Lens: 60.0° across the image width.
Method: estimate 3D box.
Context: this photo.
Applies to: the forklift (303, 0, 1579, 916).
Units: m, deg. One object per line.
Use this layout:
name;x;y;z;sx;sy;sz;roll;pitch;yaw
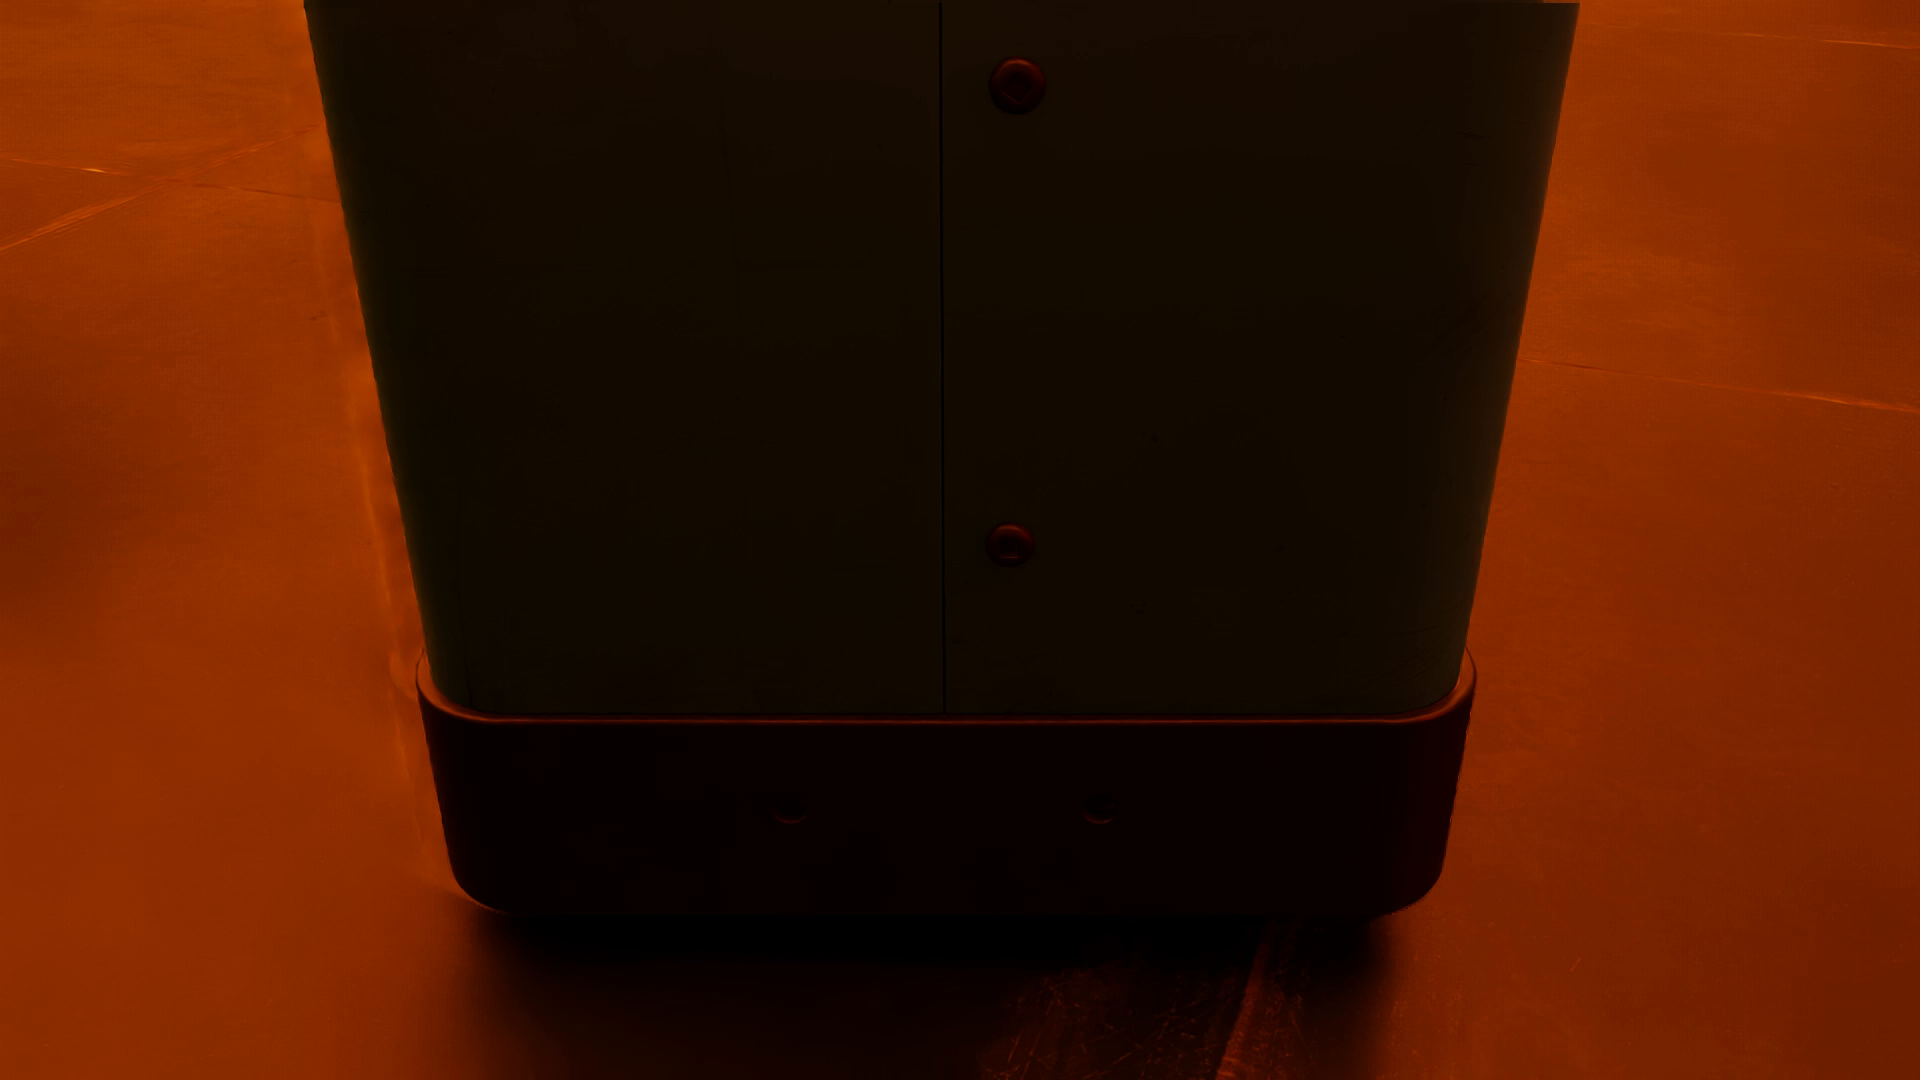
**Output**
forklift;-0.013;-1.579;2.313;1.130;2.935;3.031;0;30;0
